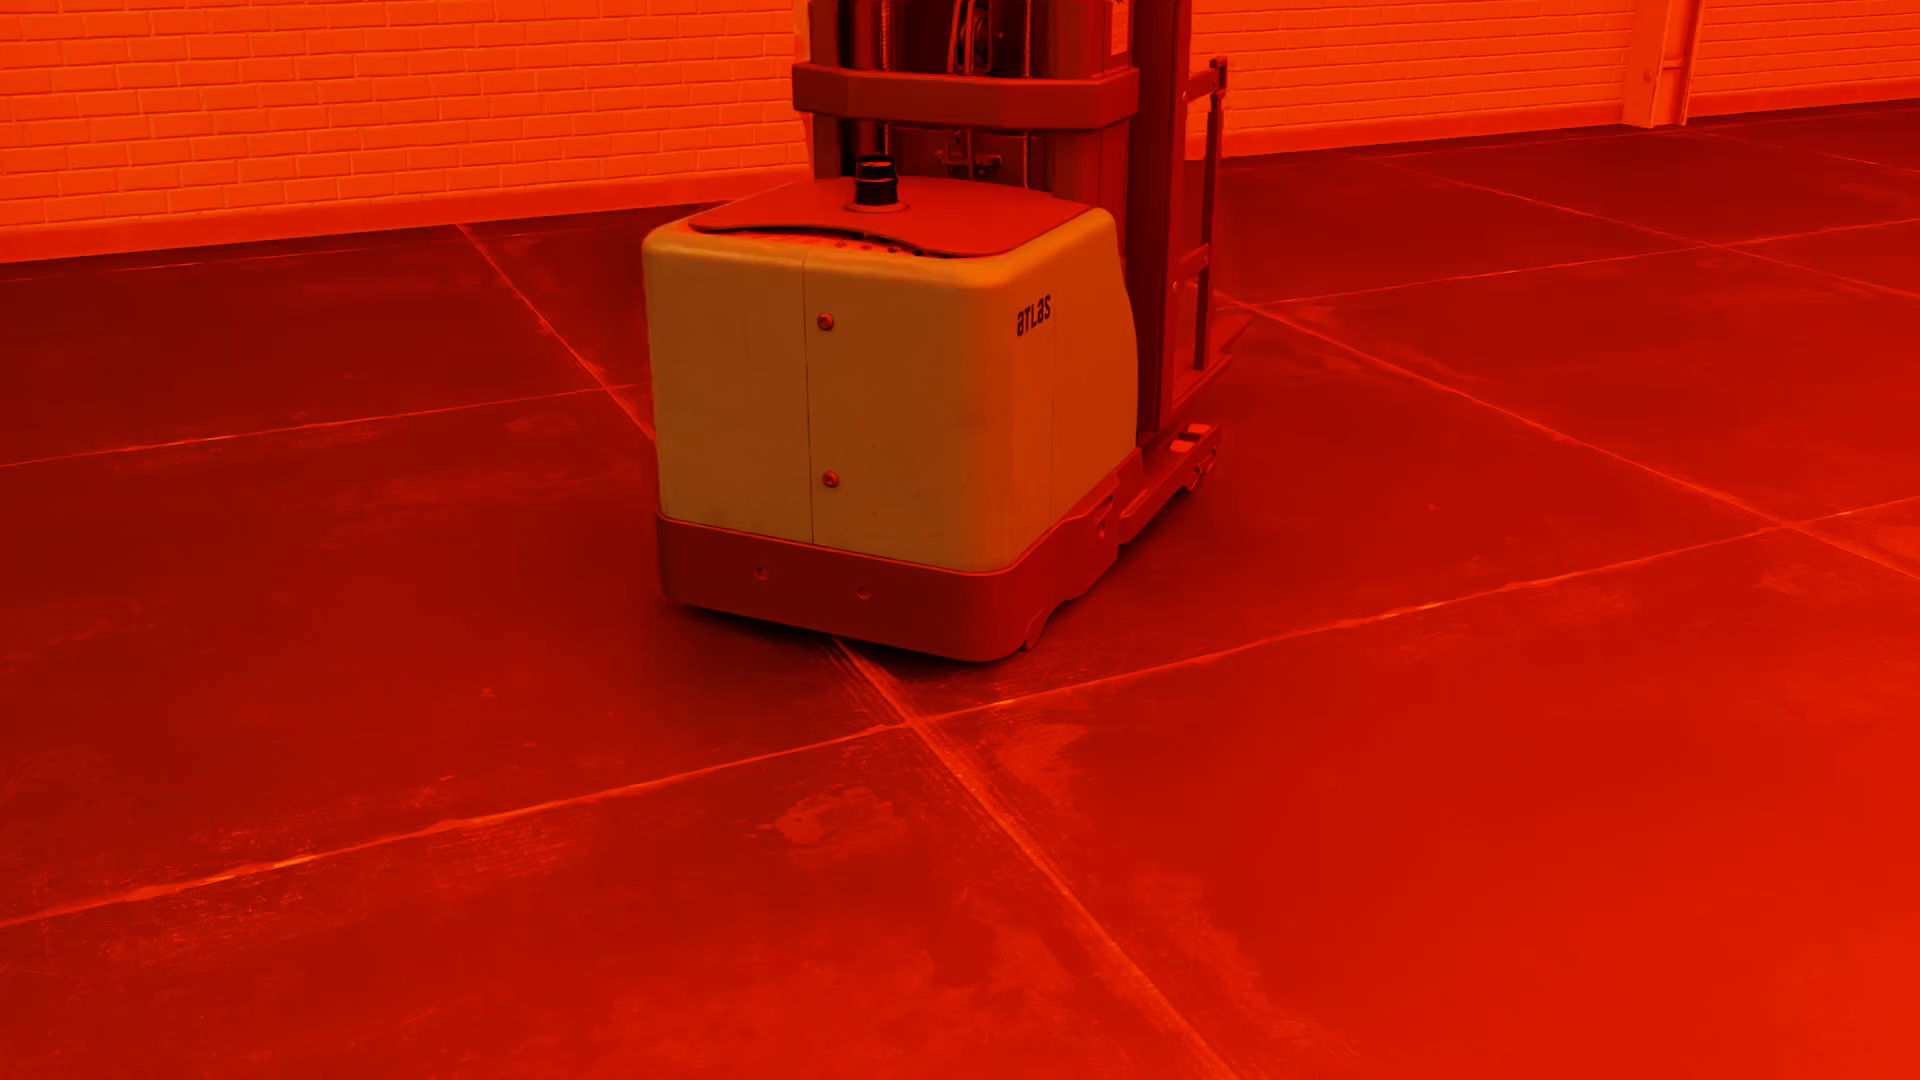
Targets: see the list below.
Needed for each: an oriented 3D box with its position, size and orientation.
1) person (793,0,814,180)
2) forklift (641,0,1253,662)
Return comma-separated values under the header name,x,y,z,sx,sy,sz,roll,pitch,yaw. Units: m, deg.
name,x,y,z,sx,sy,sz,roll,pitch,yaw
person,-0.589,-1.977,7.686,0.375,1.673,0.453,-8,24,-19
forklift,0.245,-1.578,5.086,1.130,2.935,3.031,10,25,22
